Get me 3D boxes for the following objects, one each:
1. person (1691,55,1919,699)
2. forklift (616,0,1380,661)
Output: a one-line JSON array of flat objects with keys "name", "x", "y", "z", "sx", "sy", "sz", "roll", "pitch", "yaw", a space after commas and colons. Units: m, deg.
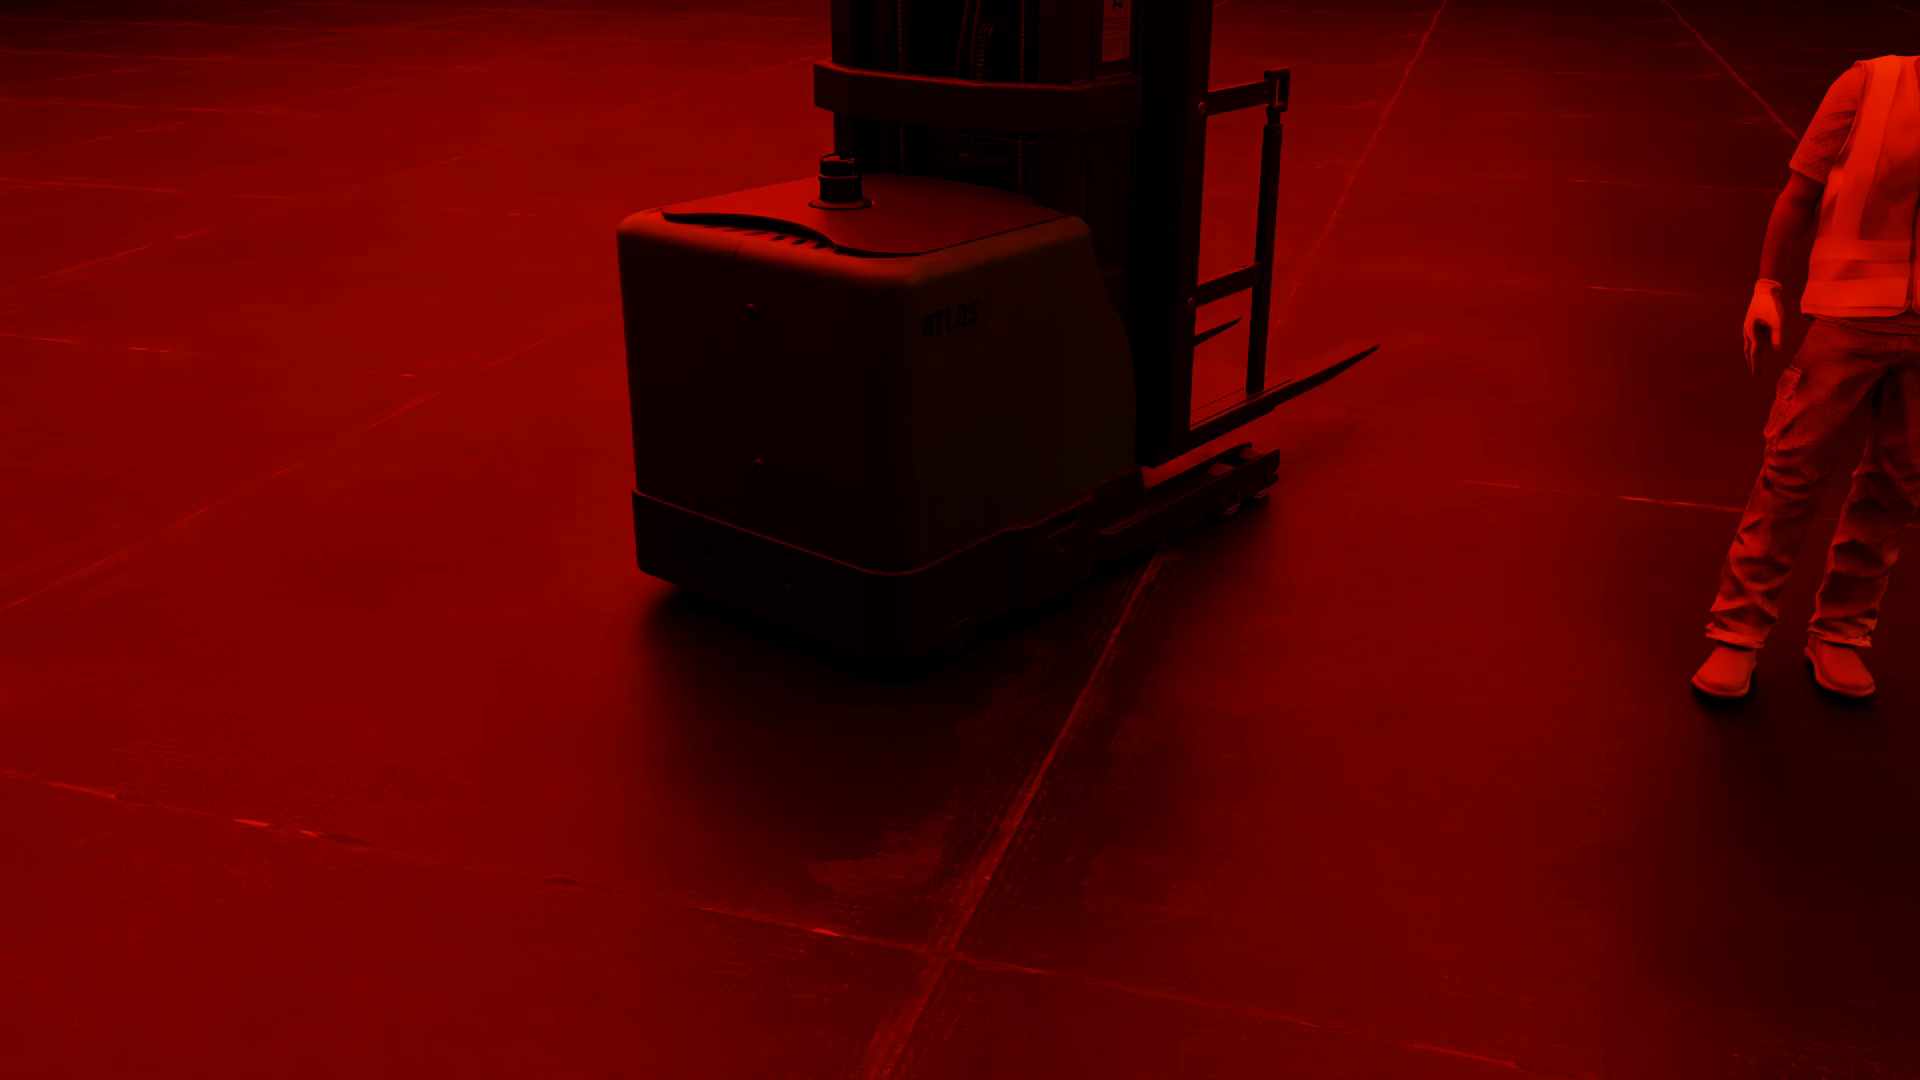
[{"name": "person", "x": 2.210, "y": -0.478, "z": 3.923, "sx": 0.656, "sy": 1.782, "sz": 0.578, "roll": 8, "pitch": 24, "yaw": 19}, {"name": "forklift", "x": 0.395, "y": -1.539, "z": 5.008, "sx": 1.130, "sy": 2.935, "sz": 3.031, "roll": 17, "pitch": 28, "yaw": 36}]
